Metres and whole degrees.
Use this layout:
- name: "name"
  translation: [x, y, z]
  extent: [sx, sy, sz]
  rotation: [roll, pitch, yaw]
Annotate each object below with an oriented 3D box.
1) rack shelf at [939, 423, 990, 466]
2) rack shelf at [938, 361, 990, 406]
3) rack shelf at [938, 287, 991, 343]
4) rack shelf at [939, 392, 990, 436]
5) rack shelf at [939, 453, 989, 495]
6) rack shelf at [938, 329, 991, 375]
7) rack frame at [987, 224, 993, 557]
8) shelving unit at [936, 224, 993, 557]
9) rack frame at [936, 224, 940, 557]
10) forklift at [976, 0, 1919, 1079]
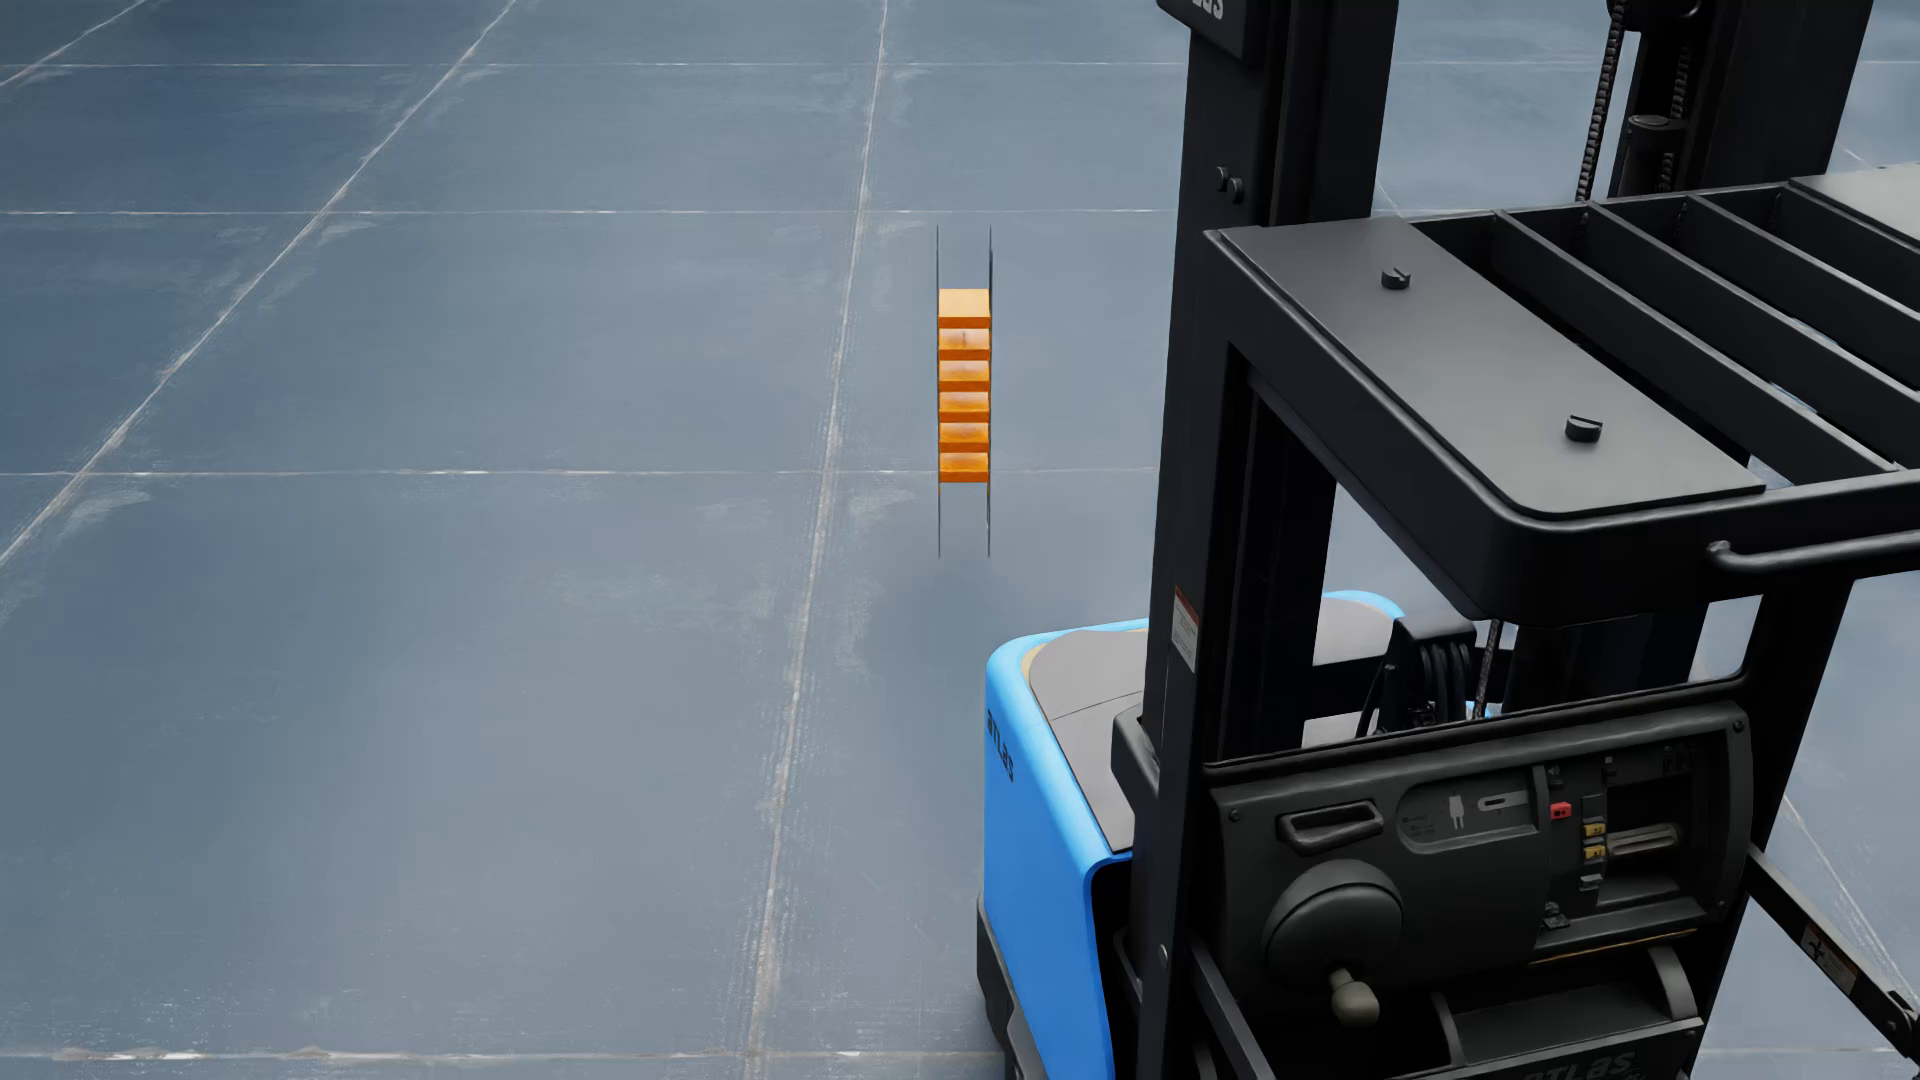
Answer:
- name: "rack shelf"
  translation: [0.014, -0.372, 6.024]
  extent: [0.180, 0.103, 0.258]
  rotation: [0, 31, 0]
- name: "rack shelf"
  translation: [0.014, -0.578, 5.900]
  extent: [0.180, 0.103, 0.258]
  rotation: [0, 31, 0]
- name: "rack shelf"
  translation: [0.014, -0.783, 5.775]
  extent: [0.180, 0.103, 0.258]
  rotation: [0, 31, 0]
- name: "rack shelf"
  translation: [0.014, -0.475, 5.962]
  extent: [0.180, 0.103, 0.258]
  rotation: [0, 31, 0]
- name: "rack shelf"
  translation: [0.014, -0.270, 6.086]
  extent: [0.180, 0.103, 0.258]
  rotation: [0, 31, 0]
- name: "rack shelf"
  translation: [0.014, -0.680, 5.837]
  extent: [0.180, 0.103, 0.258]
  rotation: [0, 31, 0]
- name: "rack frame"
  translation: [0.106, -0.513, 5.939]
  extent: [0.006, 1.200, 0.240]
  rotation: [0, 31, 0]
- name: "shelving unit"
  translation: [0.014, -0.513, 5.939]
  extent: [0.189, 1.200, 0.258]
  rotation: [0, 31, 0]
- name: "rack frame"
  translation: [-0.077, -0.513, 5.938]
  extent: [0.006, 1.200, 0.240]
  rotation: [0, 31, 0]
- name: "forklift"
  translation: [0.906, 0.571, 2.484]
  extent: [1.130, 2.935, 3.031]
  rotation: [-8, 32, -12]
